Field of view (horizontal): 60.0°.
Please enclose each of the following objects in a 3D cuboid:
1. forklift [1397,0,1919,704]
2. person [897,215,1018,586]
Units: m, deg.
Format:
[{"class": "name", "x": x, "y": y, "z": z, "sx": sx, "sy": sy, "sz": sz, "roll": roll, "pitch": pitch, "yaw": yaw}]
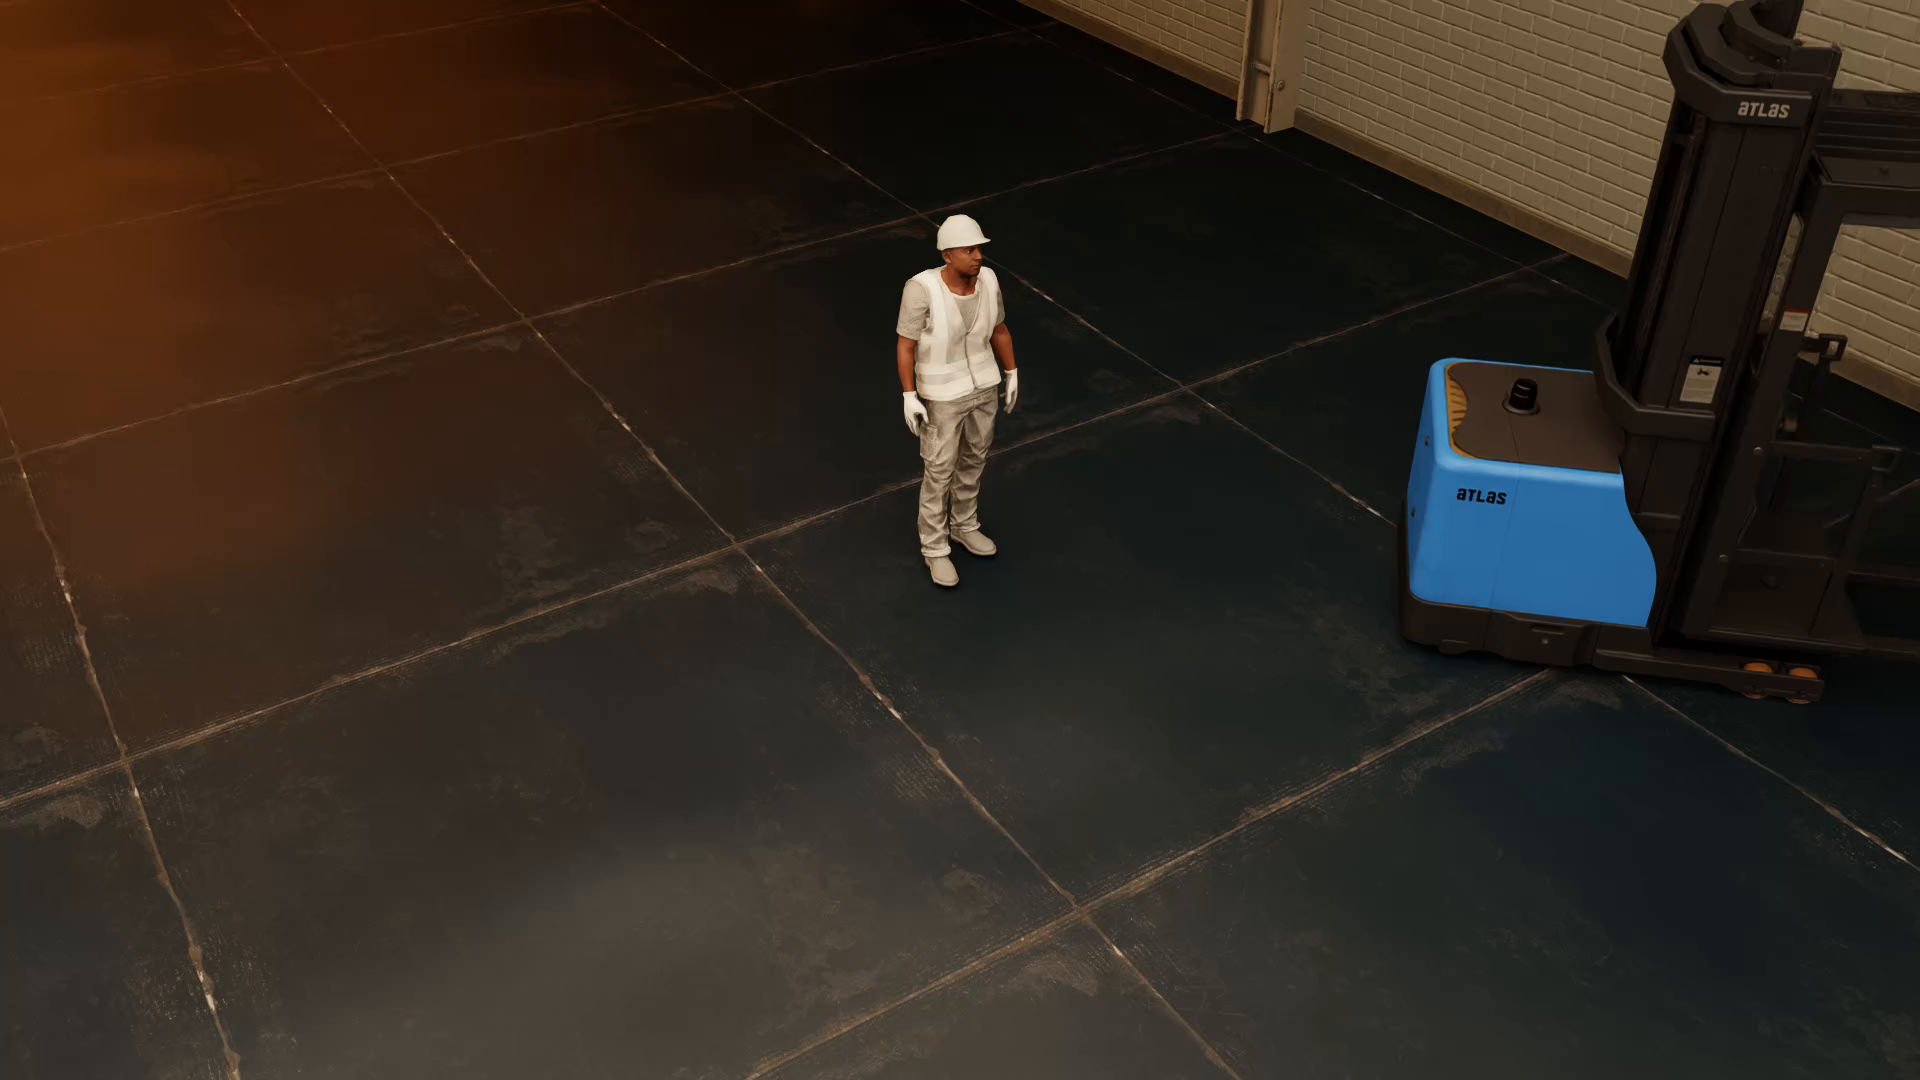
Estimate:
[{"class": "forklift", "x": 3.674, "y": -0.781, "z": 7.259, "sx": 3.031, "sy": 2.935, "sz": 1.130, "roll": 7, "pitch": 36, "yaw": 9}, {"class": "person", "x": 0.032, "y": -0.698, "z": 8.127, "sx": 0.657, "sy": 1.783, "sz": 0.576, "roll": -21, "pitch": 40, "yaw": -27}]
